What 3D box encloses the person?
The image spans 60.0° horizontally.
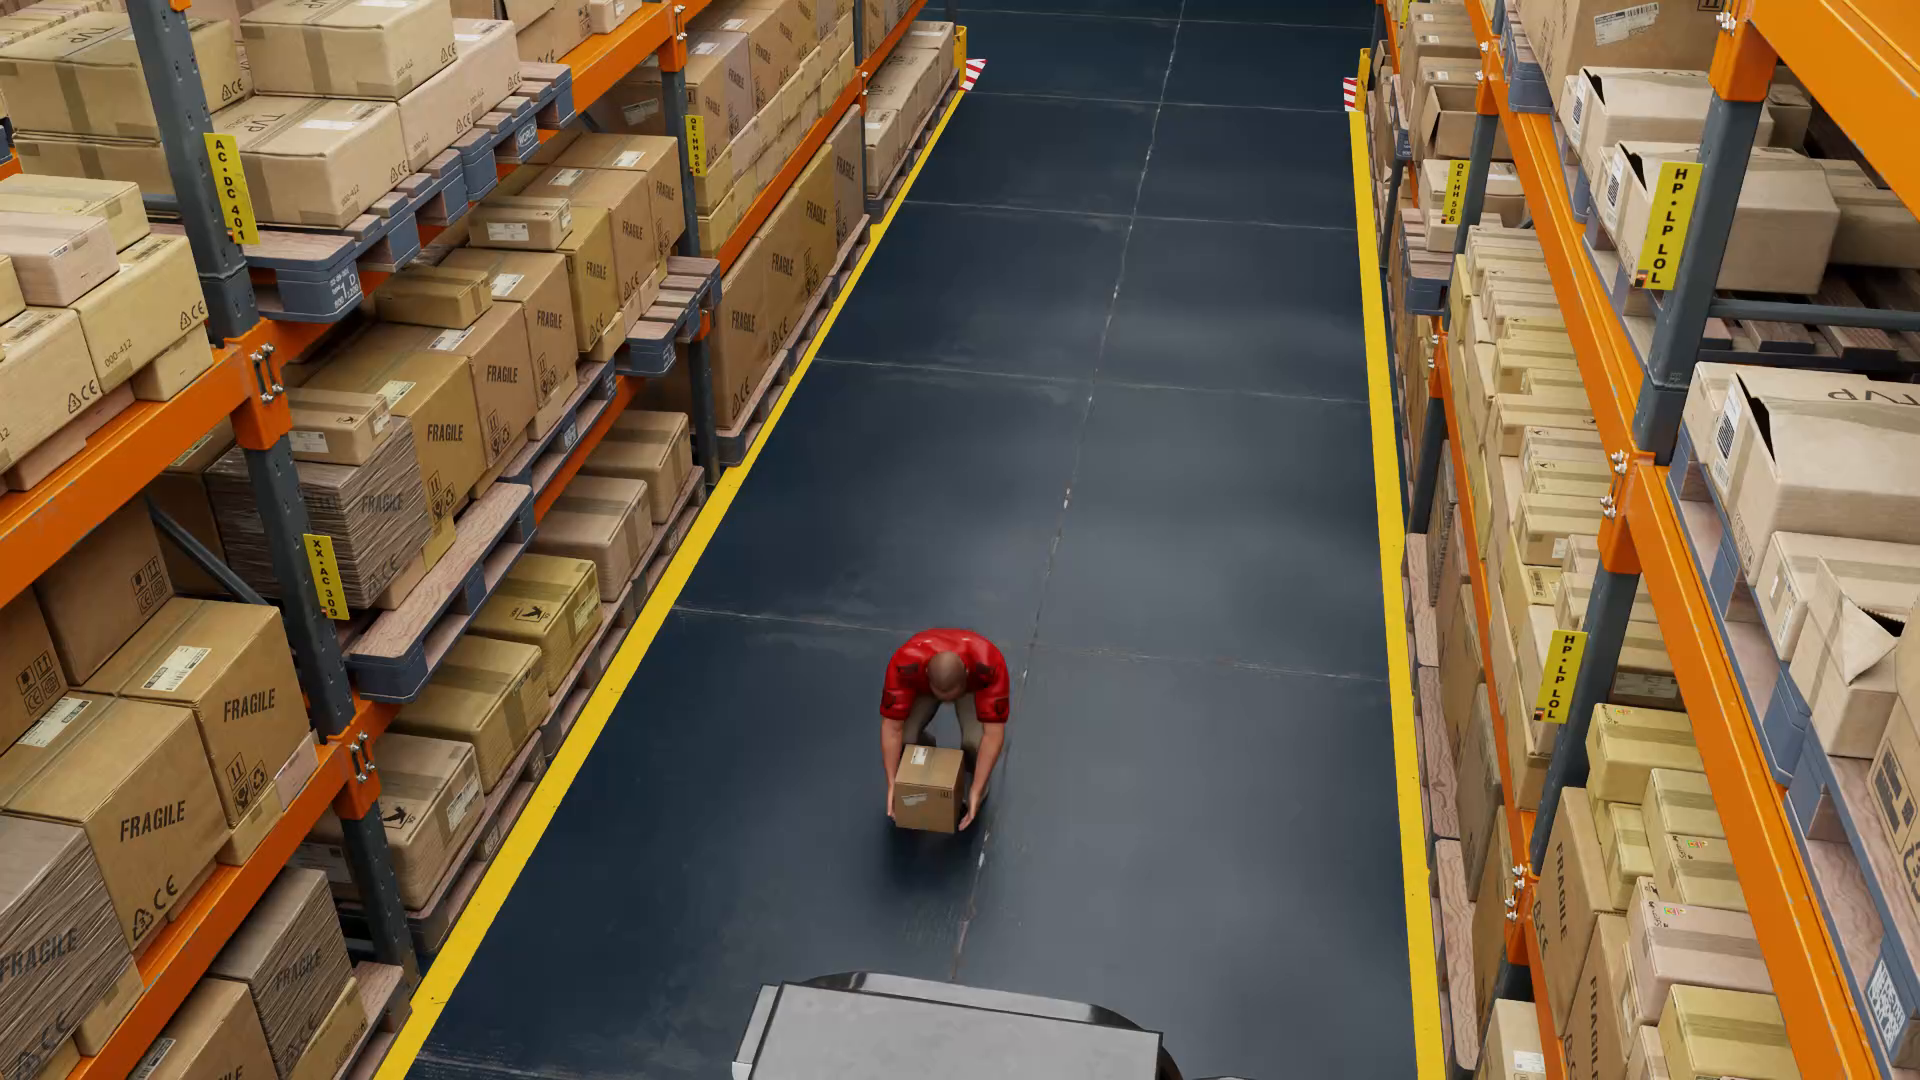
[{"bbox_3d":[-0.055,0.743,7.170,0.568,0.992,0.810,5,33,8],"label":"person"}]
